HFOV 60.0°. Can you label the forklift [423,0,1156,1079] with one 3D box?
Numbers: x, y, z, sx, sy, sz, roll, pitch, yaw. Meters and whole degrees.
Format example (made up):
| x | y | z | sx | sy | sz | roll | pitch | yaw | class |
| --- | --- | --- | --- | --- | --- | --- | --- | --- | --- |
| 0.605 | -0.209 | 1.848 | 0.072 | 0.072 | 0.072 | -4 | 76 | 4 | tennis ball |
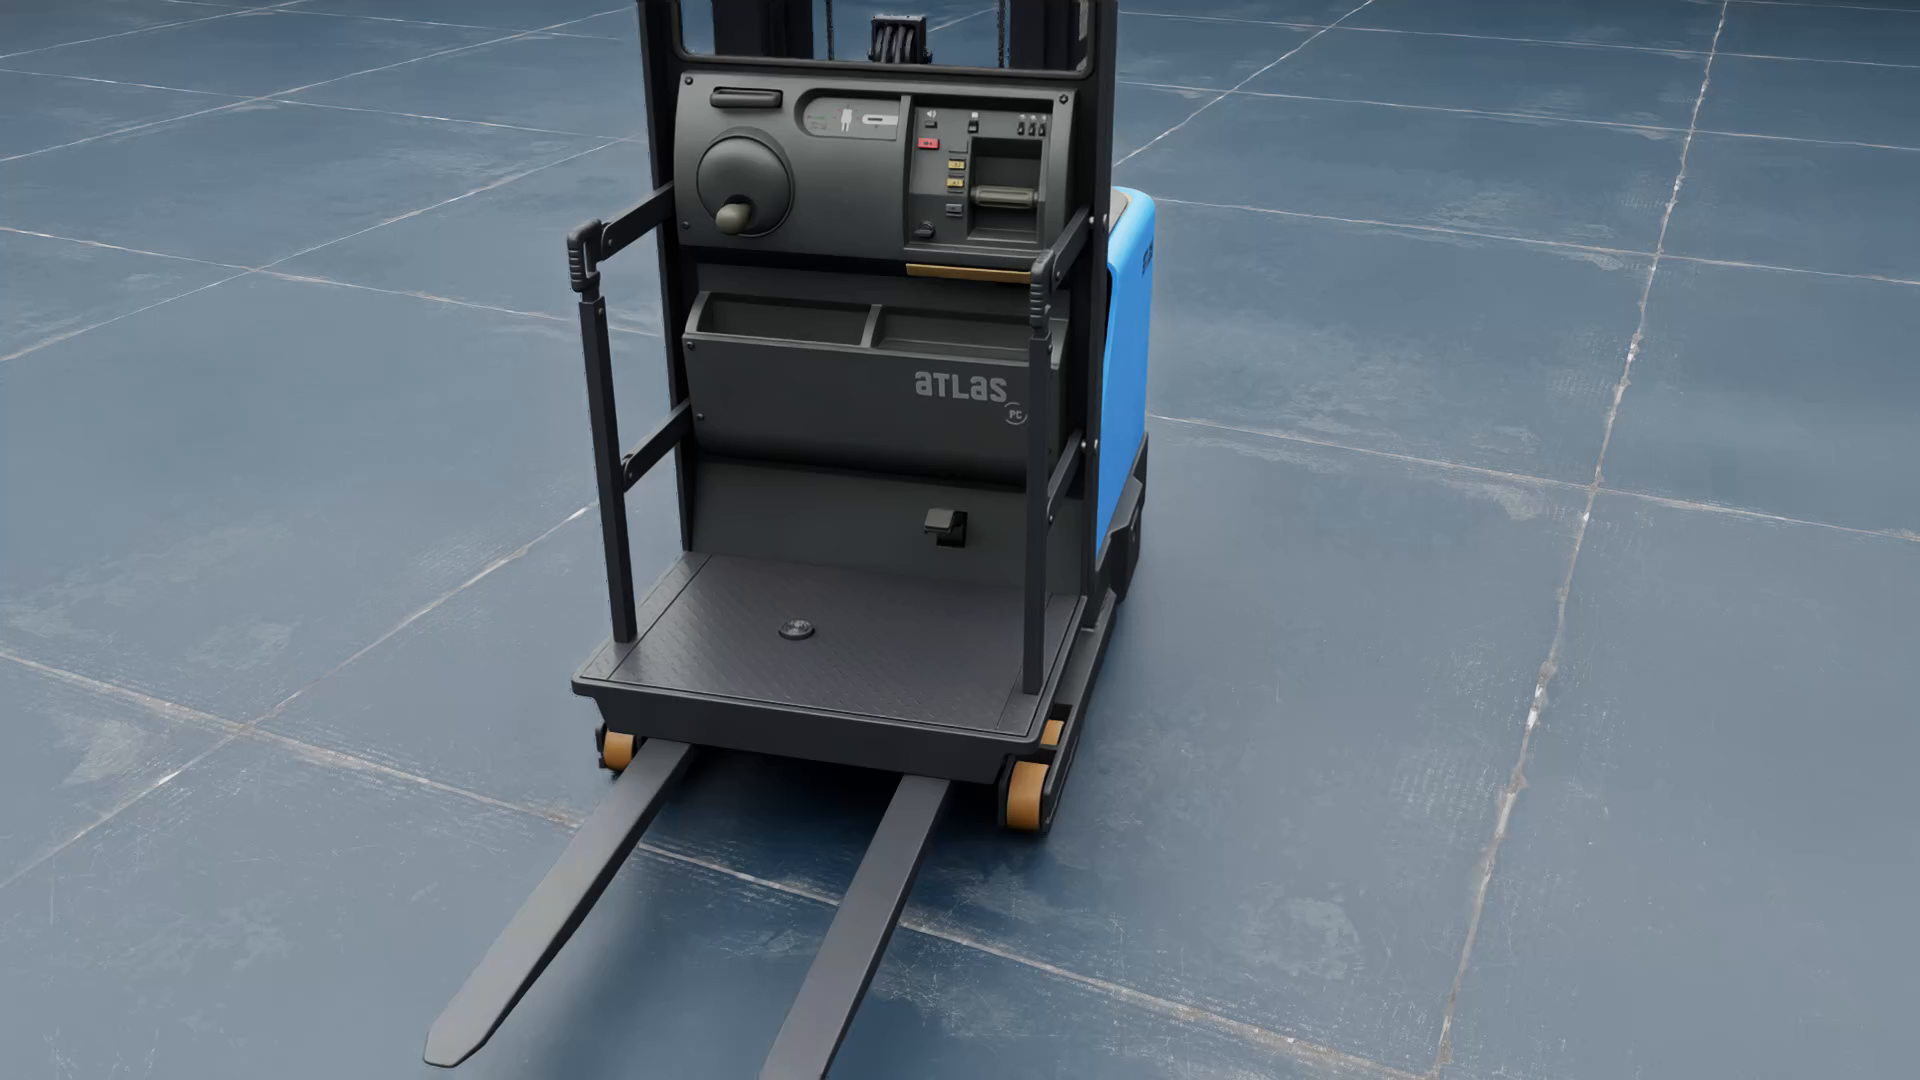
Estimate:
| x | y | z | sx | sy | sz | roll | pitch | yaw | class |
| --- | --- | --- | --- | --- | --- | --- | --- | --- | --- |
| -0.254 | -0.821 | 3.599 | 1.130 | 2.935 | 3.031 | 6 | 27 | 12 | forklift |
